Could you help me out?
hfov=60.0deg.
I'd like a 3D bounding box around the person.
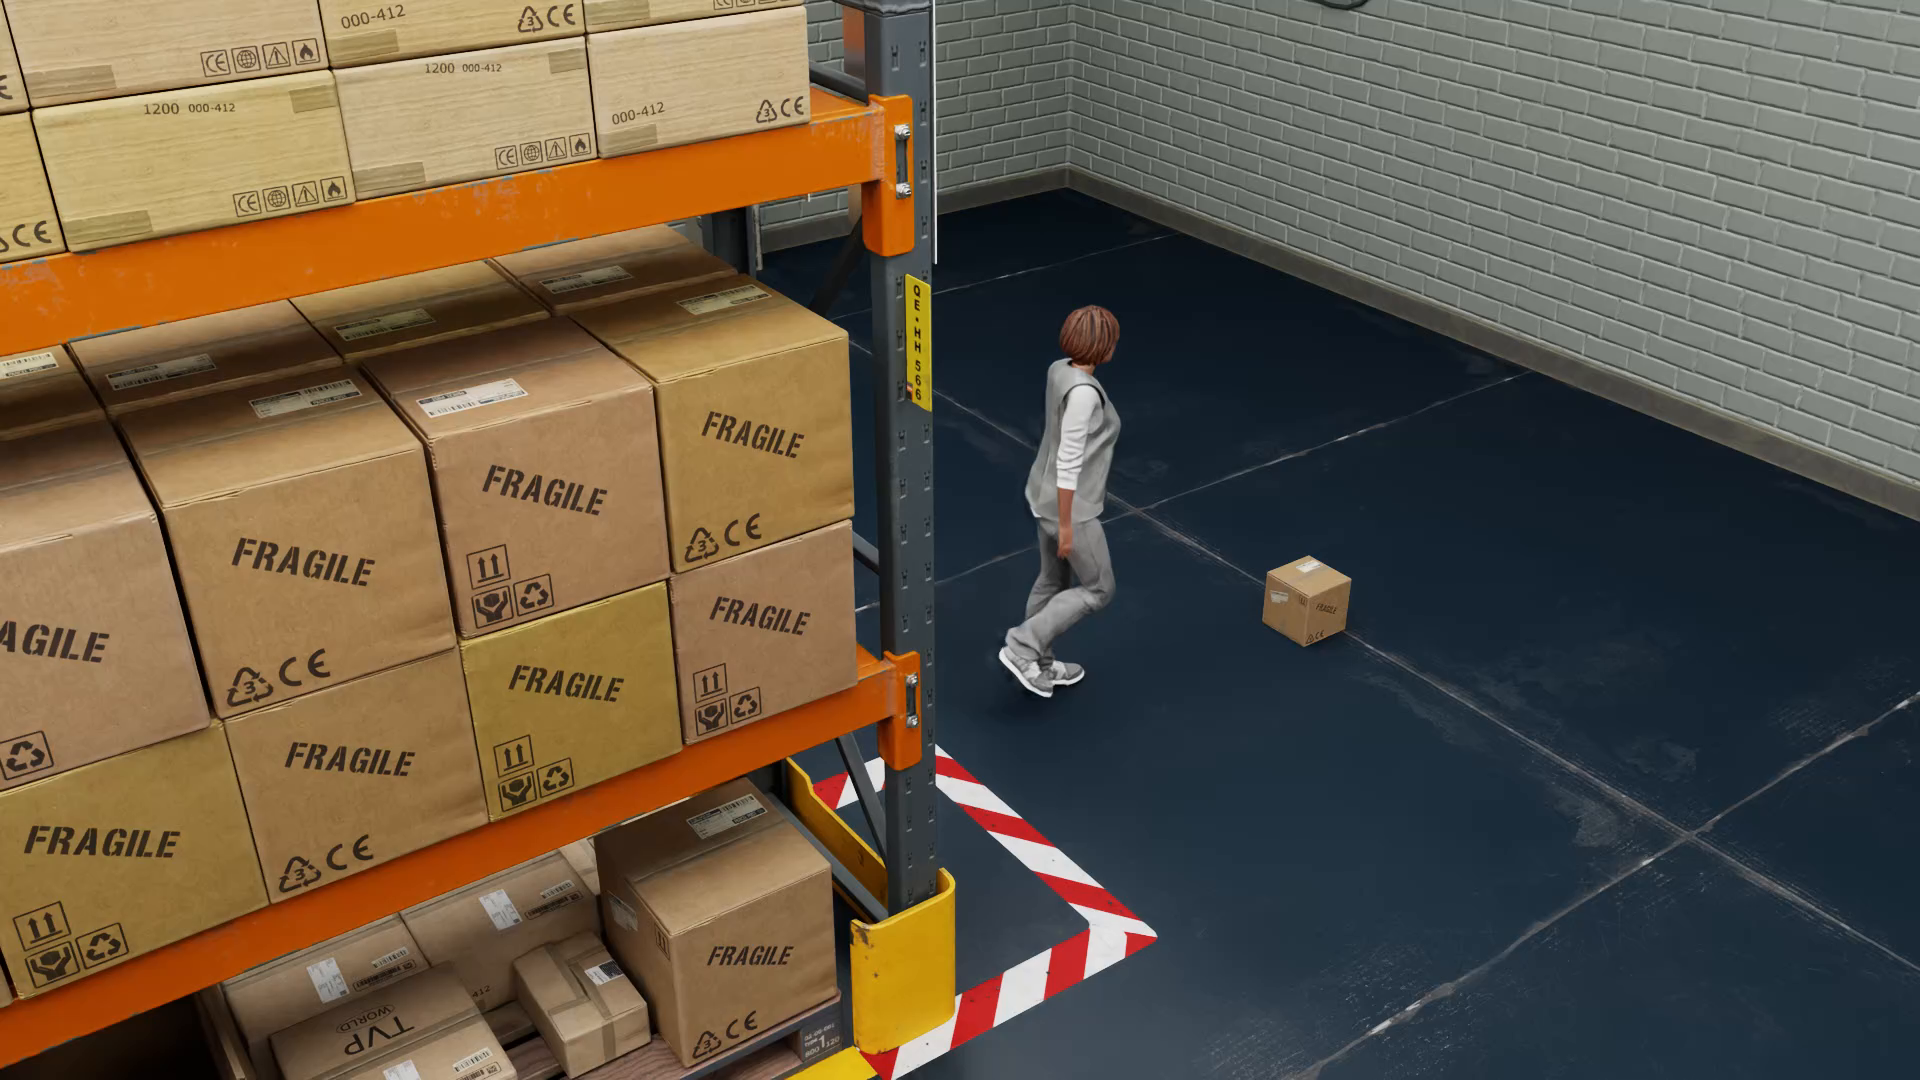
[{"bbox_3d":[0.364,-0.119,6.333,0.458,1.590,0.467,-5,29,-9],"label":"person"}]
